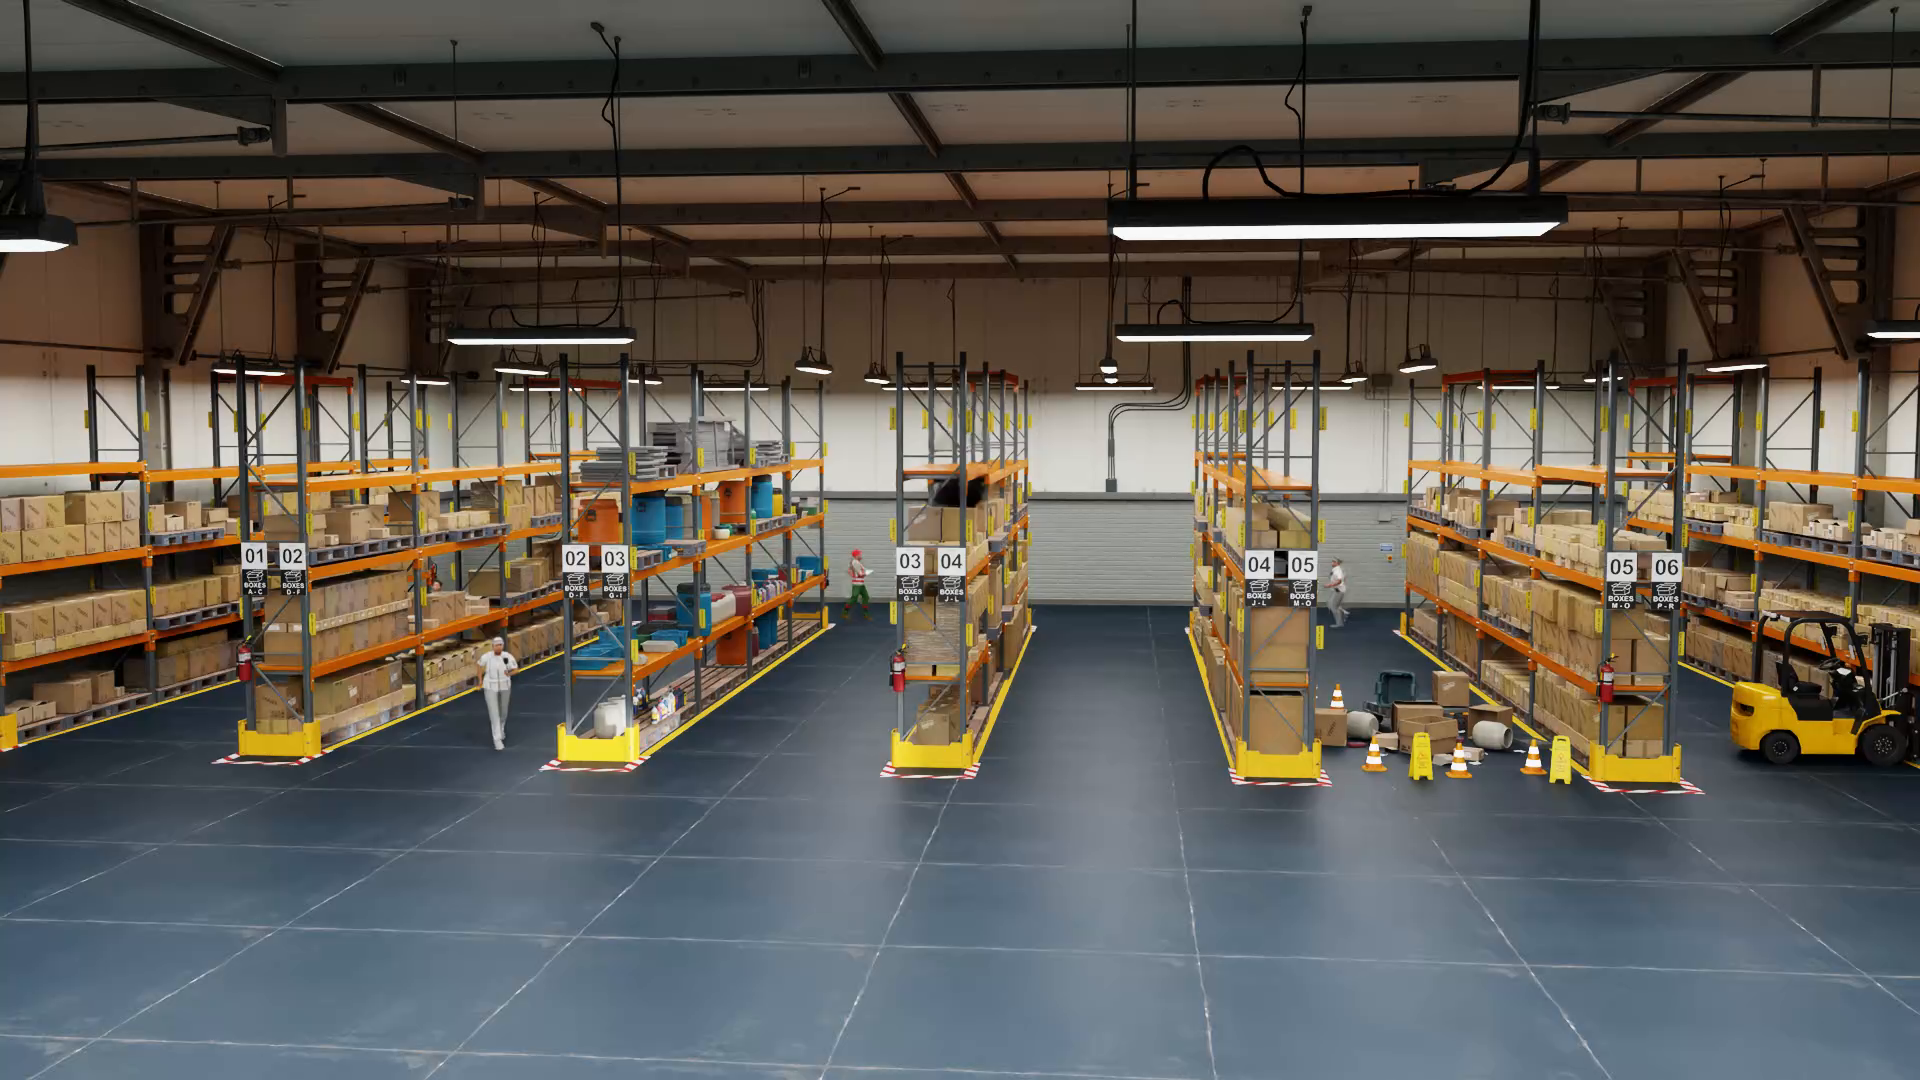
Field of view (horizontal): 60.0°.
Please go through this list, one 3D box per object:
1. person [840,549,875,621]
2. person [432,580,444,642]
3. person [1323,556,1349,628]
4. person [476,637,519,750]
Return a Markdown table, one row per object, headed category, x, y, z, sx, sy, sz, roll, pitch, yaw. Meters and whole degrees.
| category | x | y | z | sx | sy | sz | roll | pitch | yaw |
| --- | --- | --- | --- | --- | --- | --- | --- | --- | --- |
| person | -2.556 | 1.140 | 41.496 | 0.865 | 1.825 | 0.664 | 0 | 4 | -1 |
| person | -10.913 | 1.676 | 34.742 | 0.570 | 1.688 | 0.904 | 0 | 4 | -4 |
| person | 9.172 | 1.259 | 40.522 | 0.629 | 1.748 | 0.649 | 1 | 4 | 12 |
| person | -7.139 | 2.328 | 25.707 | 0.591 | 1.690 | 0.908 | -2 | 4 | -25 |
